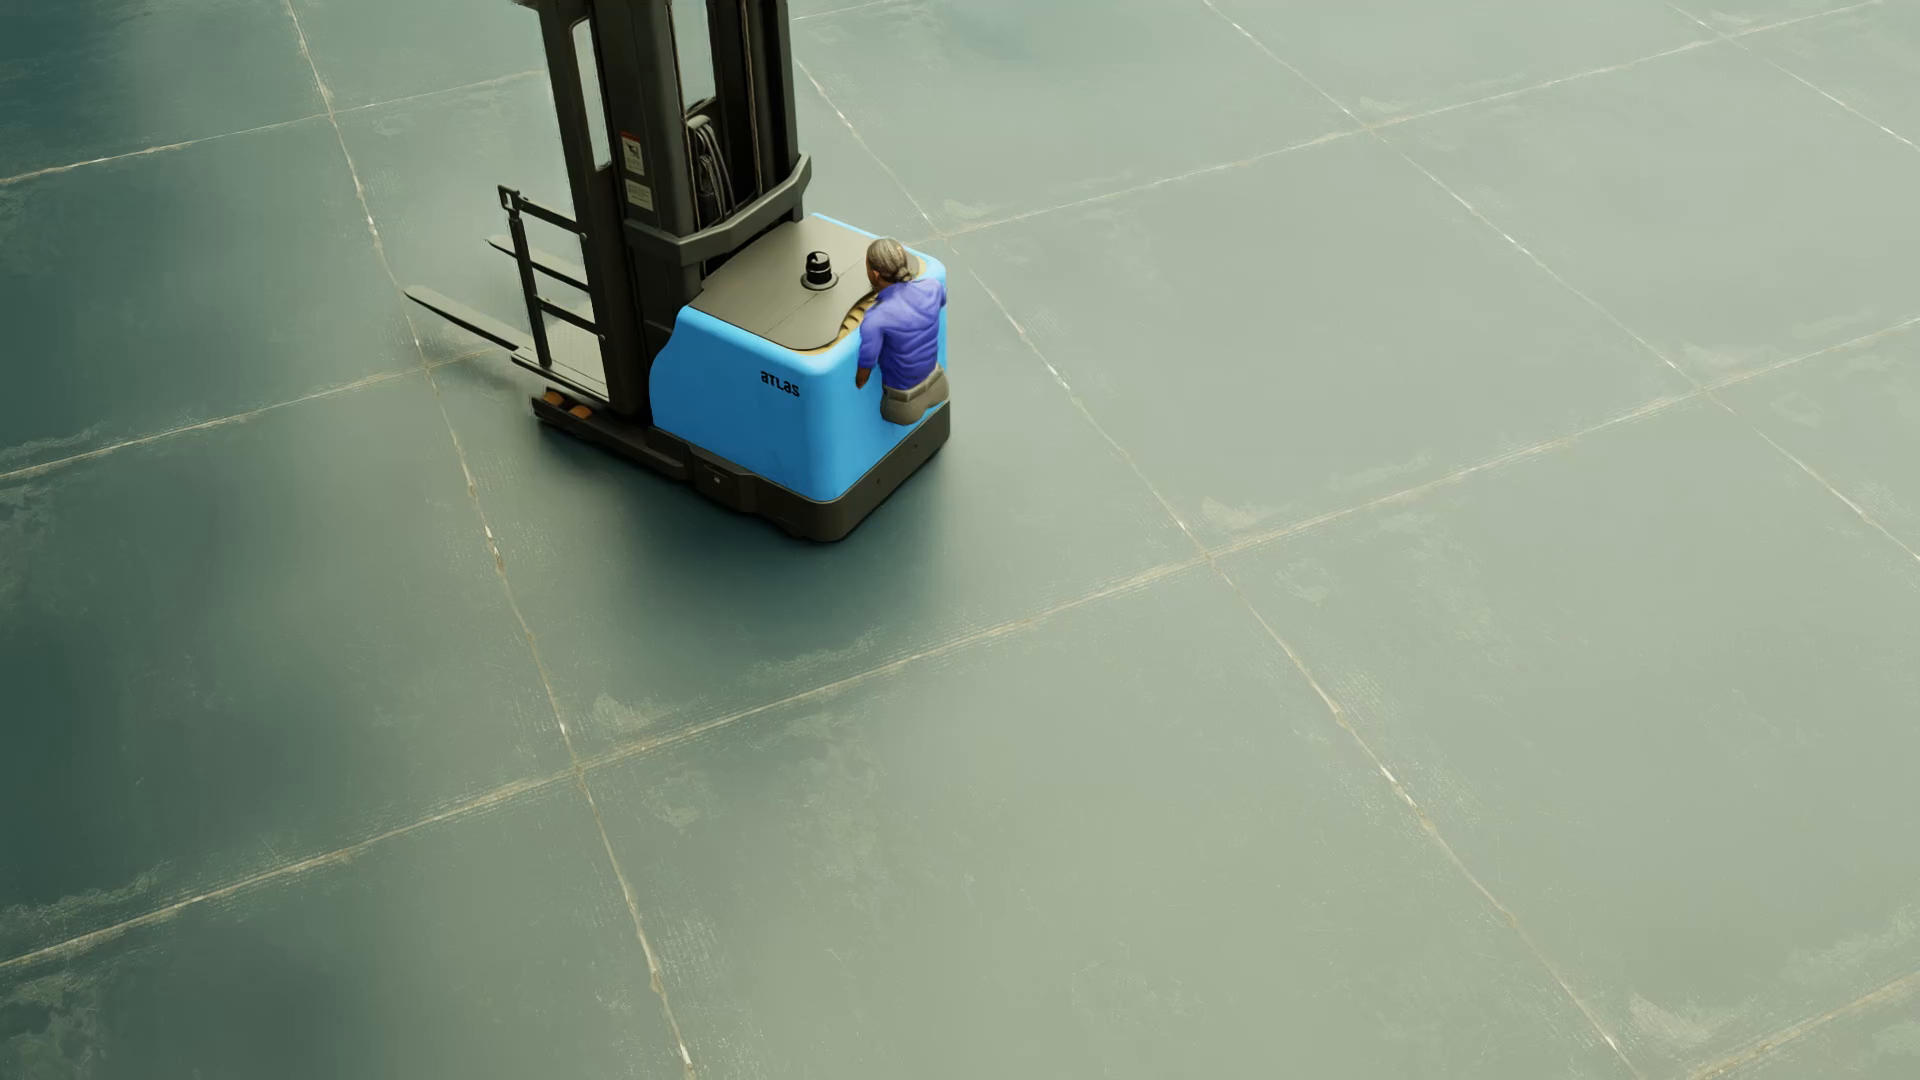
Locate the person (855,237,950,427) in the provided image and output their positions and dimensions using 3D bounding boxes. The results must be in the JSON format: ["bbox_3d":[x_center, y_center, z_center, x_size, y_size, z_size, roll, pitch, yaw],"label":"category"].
[{"bbox_3d":[-0.441,-0.832,7.761,0.838,1.478,0.686,31,51,29],"label":"person"}]

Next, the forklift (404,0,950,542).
[{"bbox_3d":[-1.554,-1.857,7.670,3.031,2.935,1.130,25,48,24],"label":"forklift"}]
